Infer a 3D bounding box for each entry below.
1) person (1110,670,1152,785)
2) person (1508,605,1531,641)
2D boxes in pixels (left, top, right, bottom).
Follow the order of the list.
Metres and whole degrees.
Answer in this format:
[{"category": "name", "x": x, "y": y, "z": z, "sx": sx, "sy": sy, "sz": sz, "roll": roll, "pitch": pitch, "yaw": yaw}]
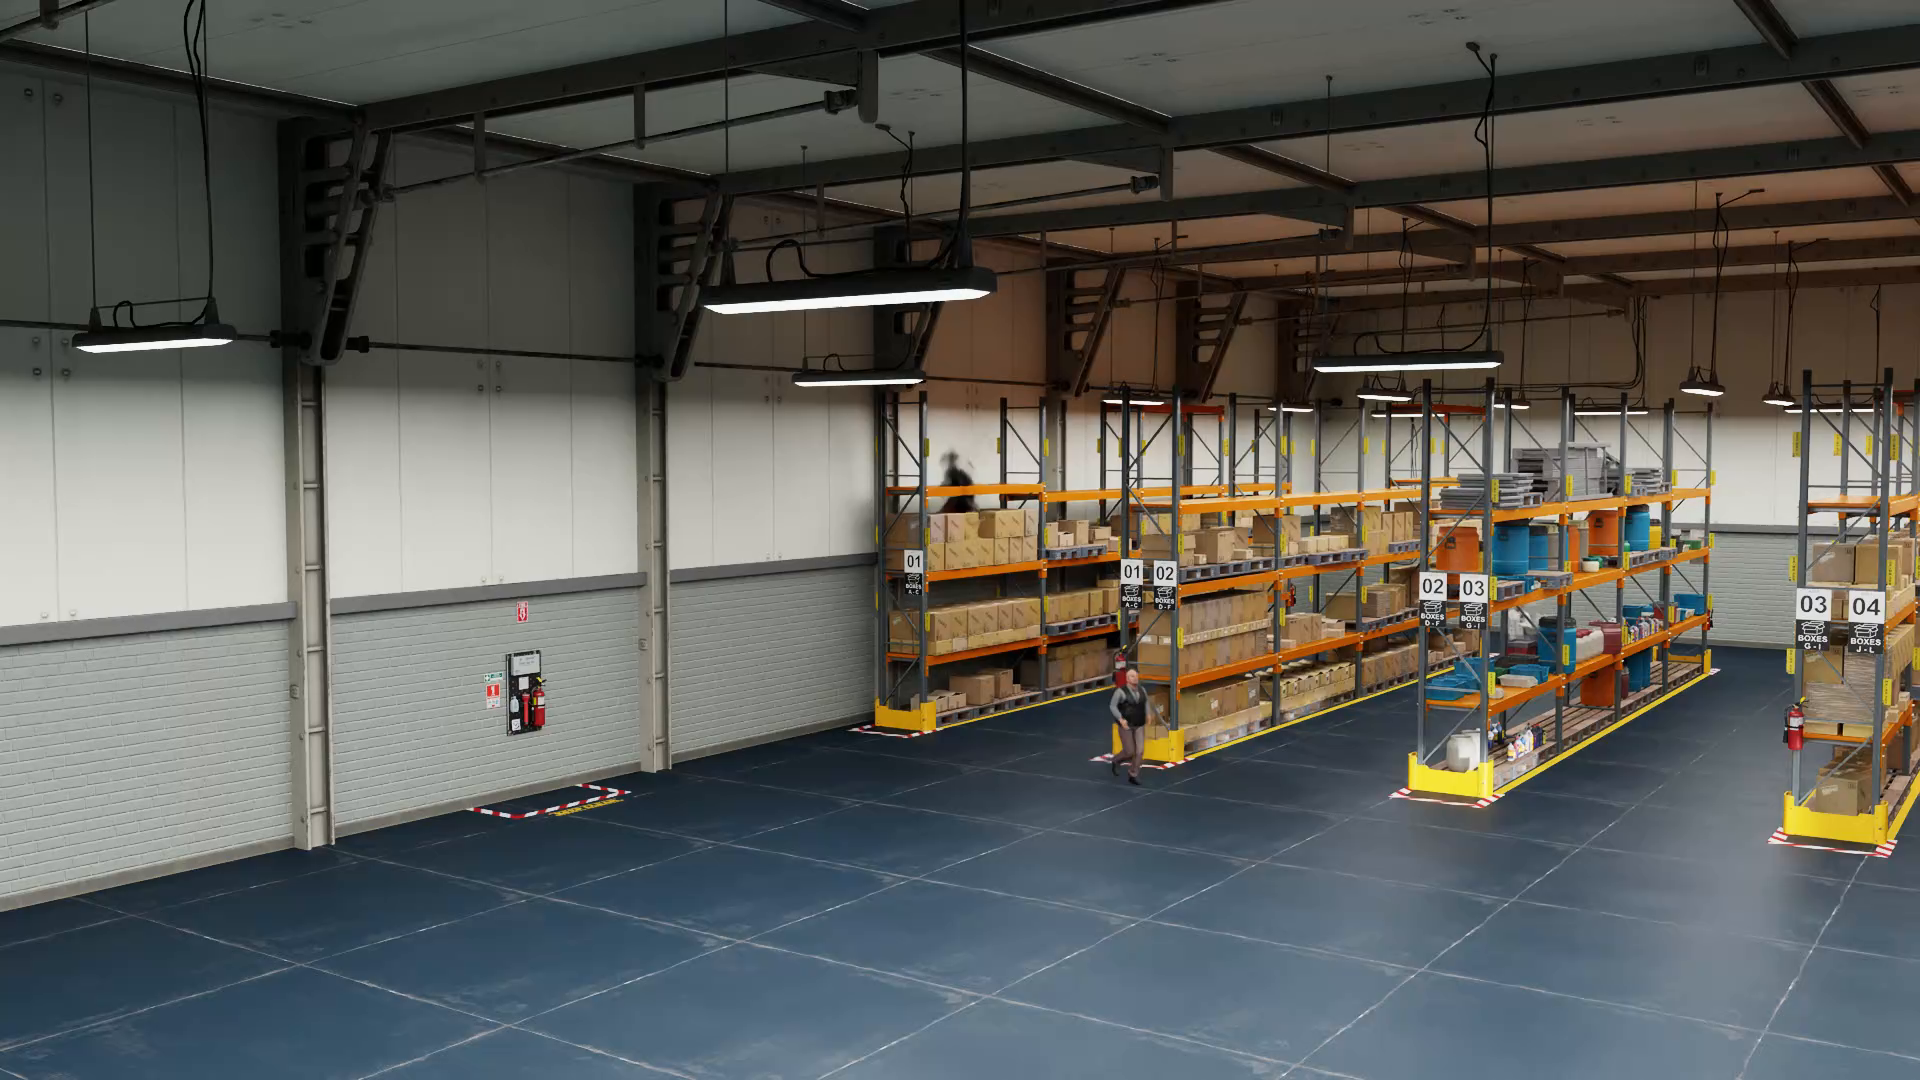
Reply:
[{"category": "person", "x": 2.555, "y": 2.818, "z": 24.897, "sx": 0.682, "sy": 1.629, "sz": 0.616, "roll": -1, "pitch": 3, "yaw": -24}, {"category": "person", "x": 12.224, "y": 2.125, "z": 36.490, "sx": 0.579, "sy": 1.740, "sz": 0.832, "roll": 1, "pitch": 3, "yaw": 22}]
